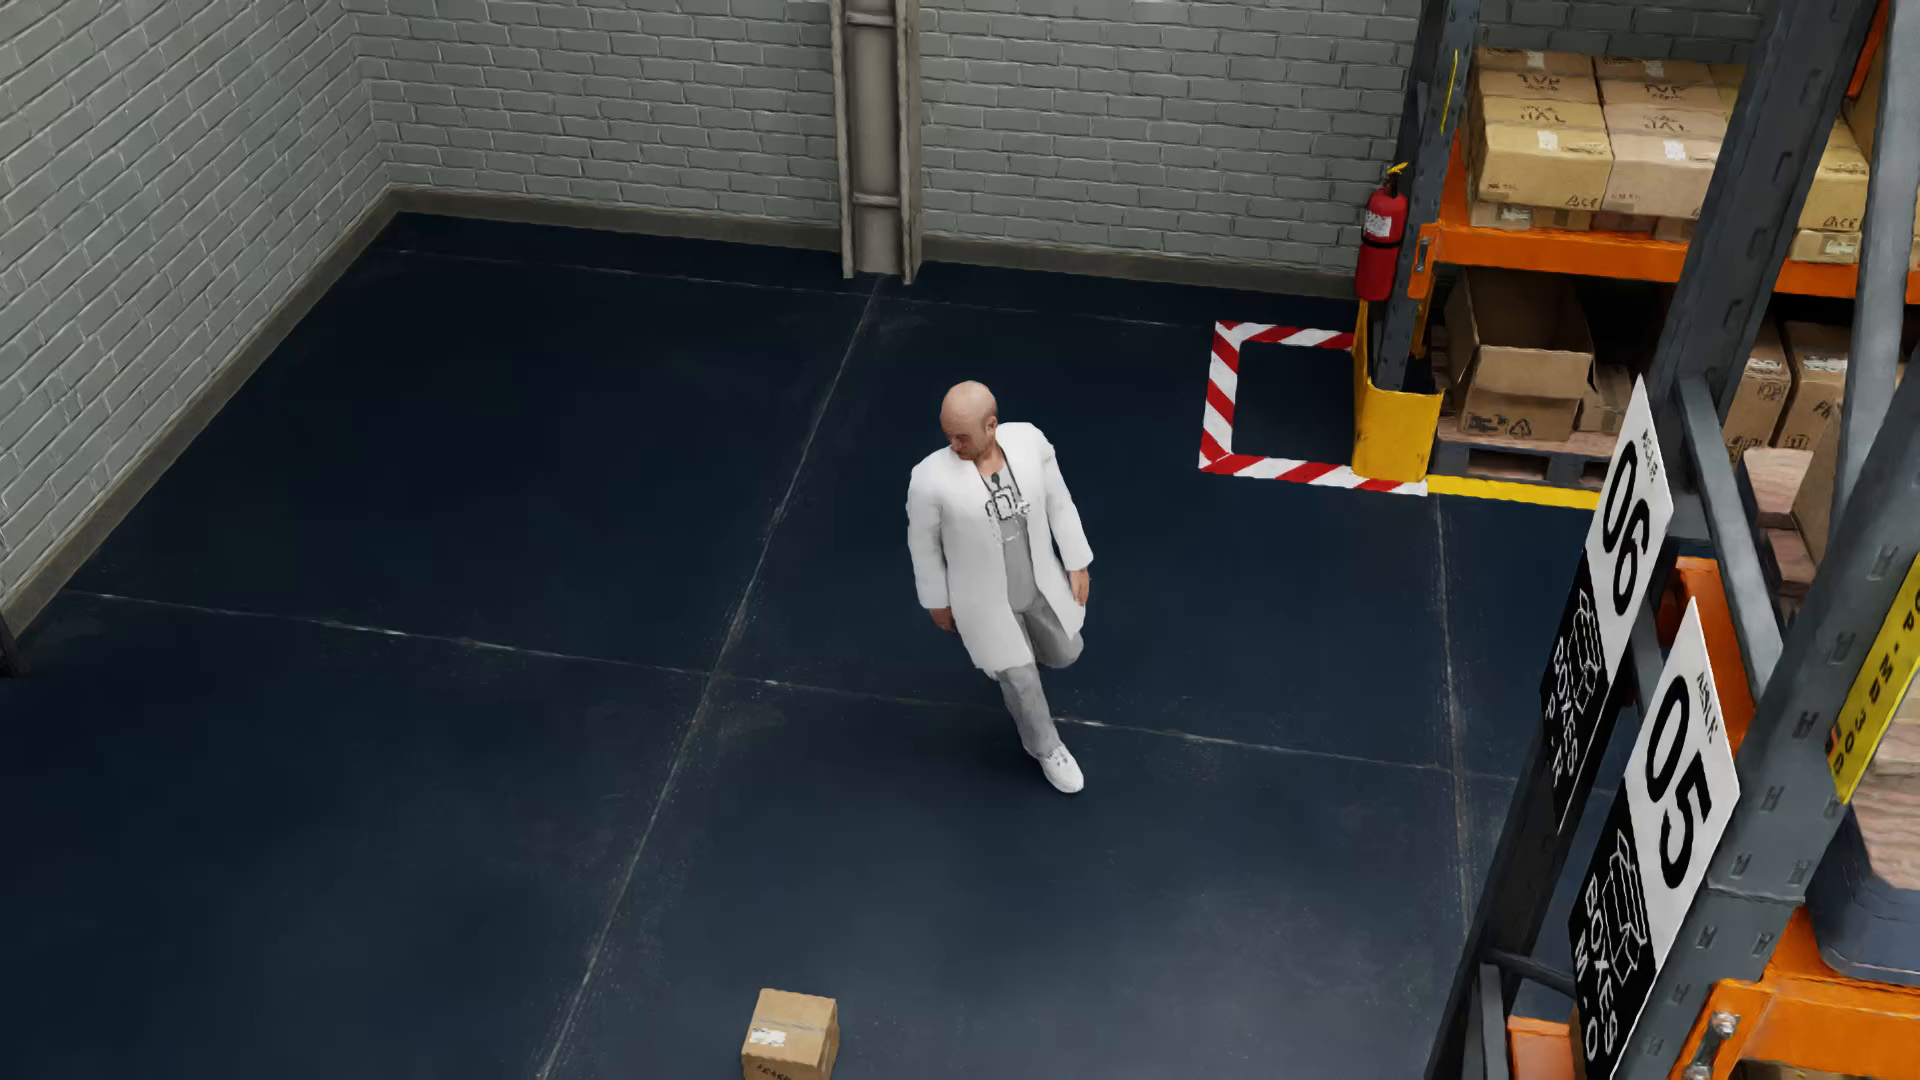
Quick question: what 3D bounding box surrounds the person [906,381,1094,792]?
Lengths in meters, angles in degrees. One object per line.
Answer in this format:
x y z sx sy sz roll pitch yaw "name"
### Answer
0.147 0.148 6.011 0.646 1.739 0.777 -21 45 -24 "person"
